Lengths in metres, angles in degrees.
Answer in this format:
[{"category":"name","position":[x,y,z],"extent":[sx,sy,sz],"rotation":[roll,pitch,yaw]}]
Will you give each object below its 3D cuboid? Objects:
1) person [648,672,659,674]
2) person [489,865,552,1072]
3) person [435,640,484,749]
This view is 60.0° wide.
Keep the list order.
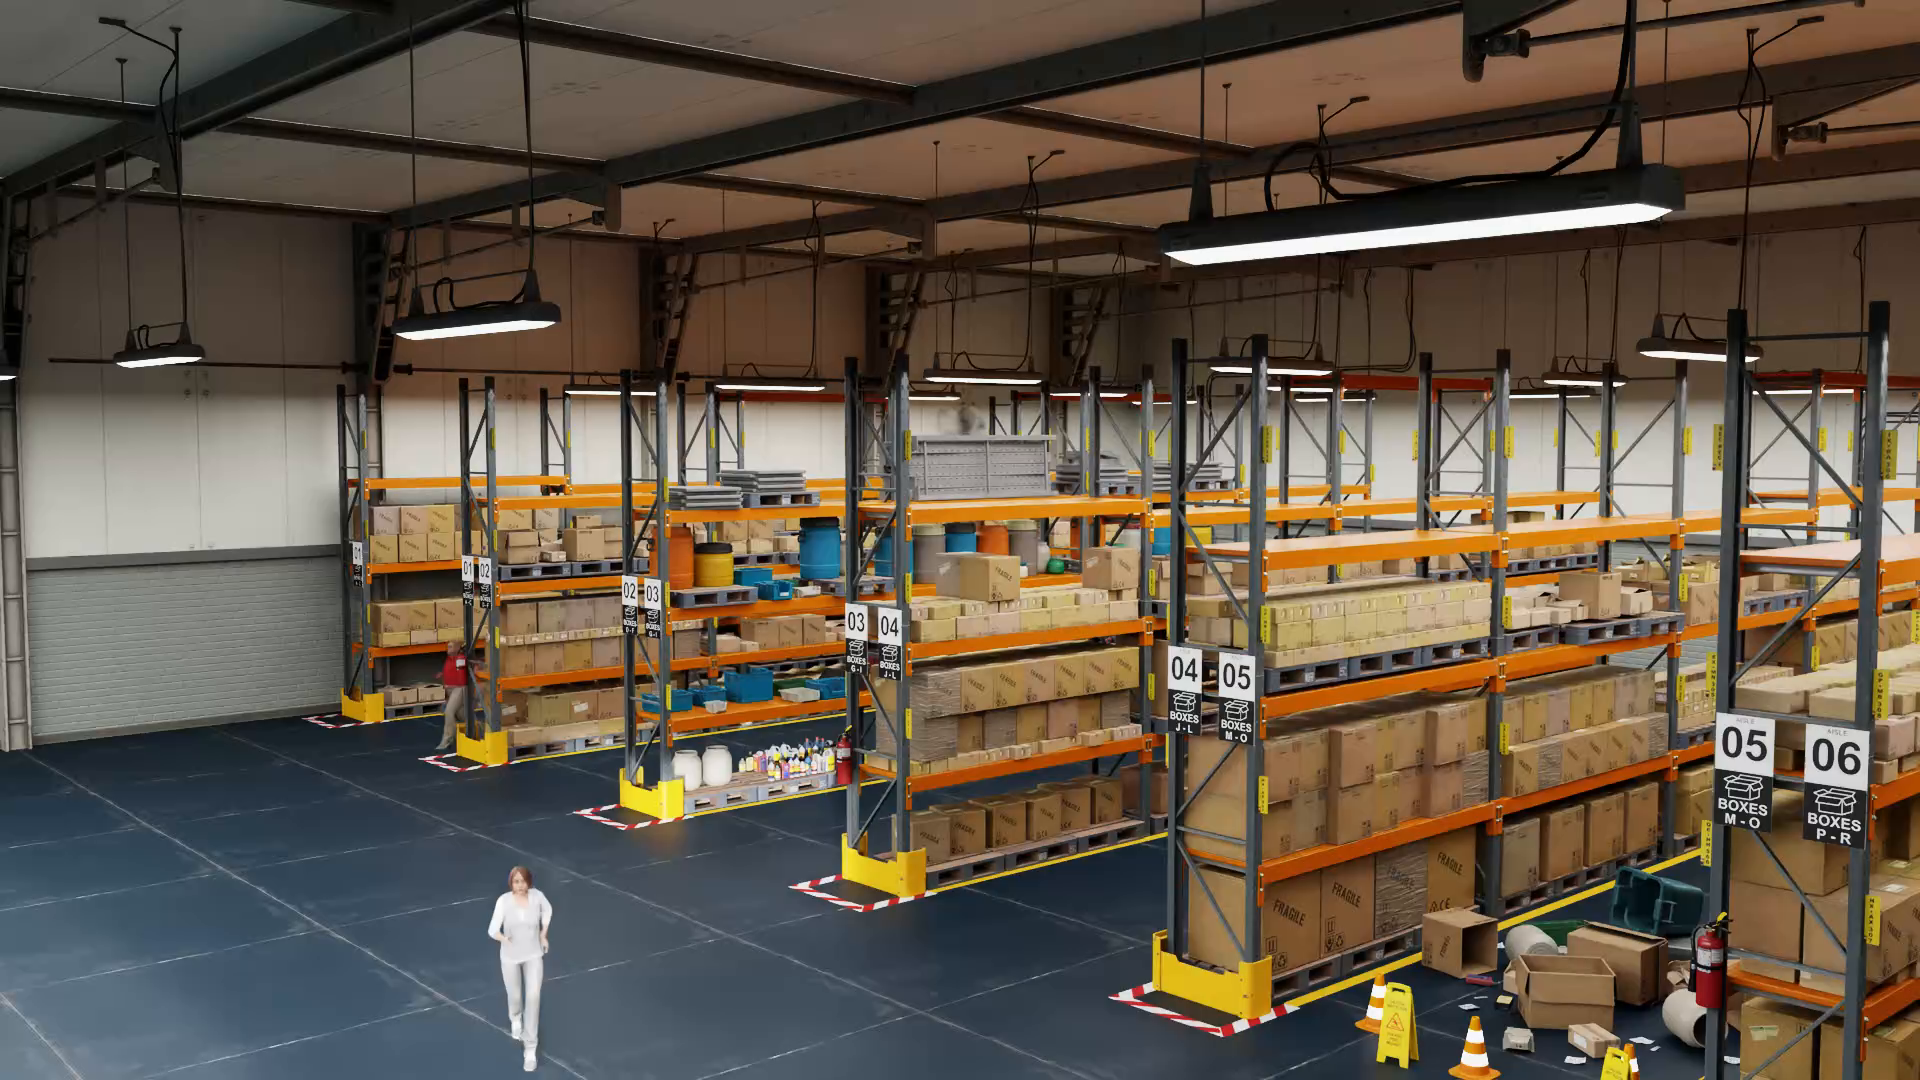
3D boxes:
[{"category":"person","position":[-5.542,2.350,30.383],"extent":[0.580,1.709,0.752],"rotation":[3,5,36]},{"category":"person","position":[-3.625,3.462,13.737],"extent":[0.508,1.617,0.829],"rotation":[-1,4,-15]},{"category":"person","position":[-8.247,2.525,27.357],"extent":[0.936,1.761,0.687],"rotation":[-4,5,-44]}]
